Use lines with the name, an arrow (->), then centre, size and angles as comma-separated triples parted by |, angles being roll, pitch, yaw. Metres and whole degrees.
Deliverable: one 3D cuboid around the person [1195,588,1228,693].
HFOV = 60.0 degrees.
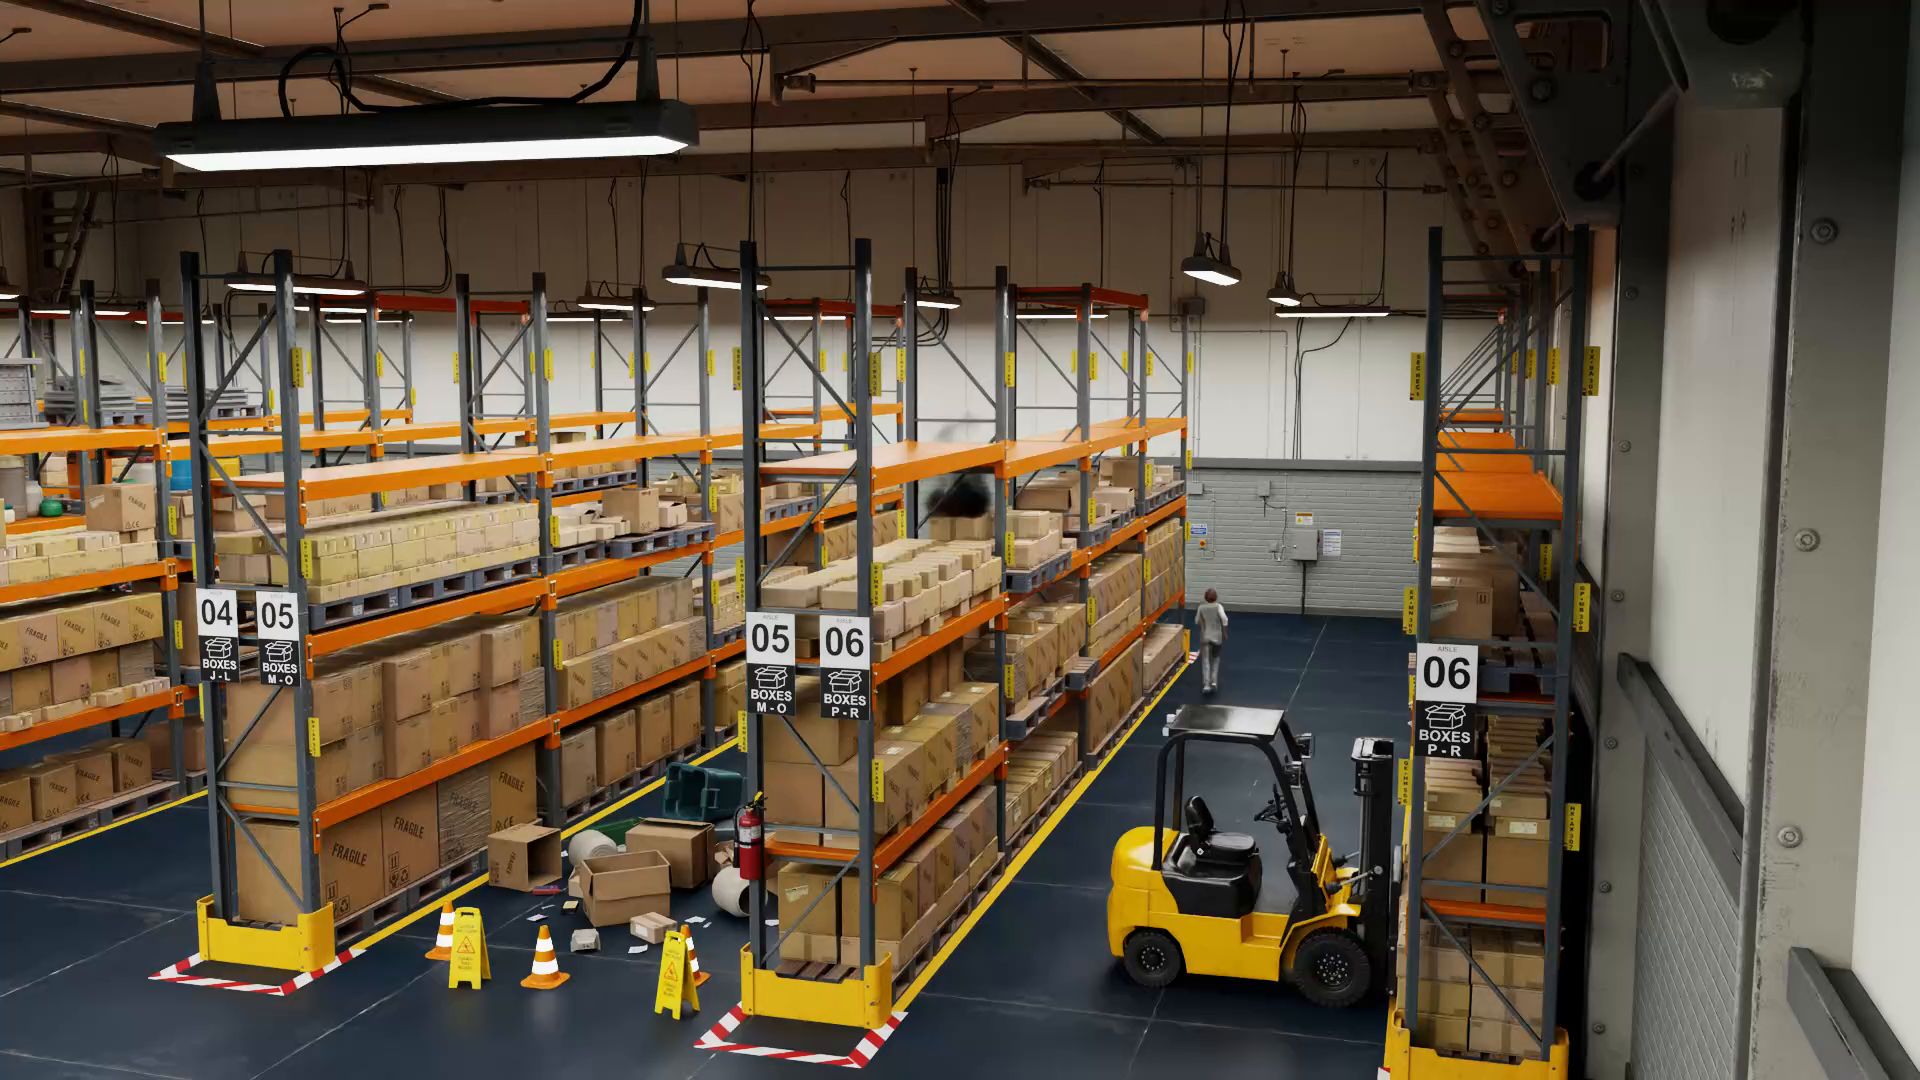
person -> 3.802, 1.540, 25.192 | 0.502, 1.624, 0.799 | 1, 6, 9
